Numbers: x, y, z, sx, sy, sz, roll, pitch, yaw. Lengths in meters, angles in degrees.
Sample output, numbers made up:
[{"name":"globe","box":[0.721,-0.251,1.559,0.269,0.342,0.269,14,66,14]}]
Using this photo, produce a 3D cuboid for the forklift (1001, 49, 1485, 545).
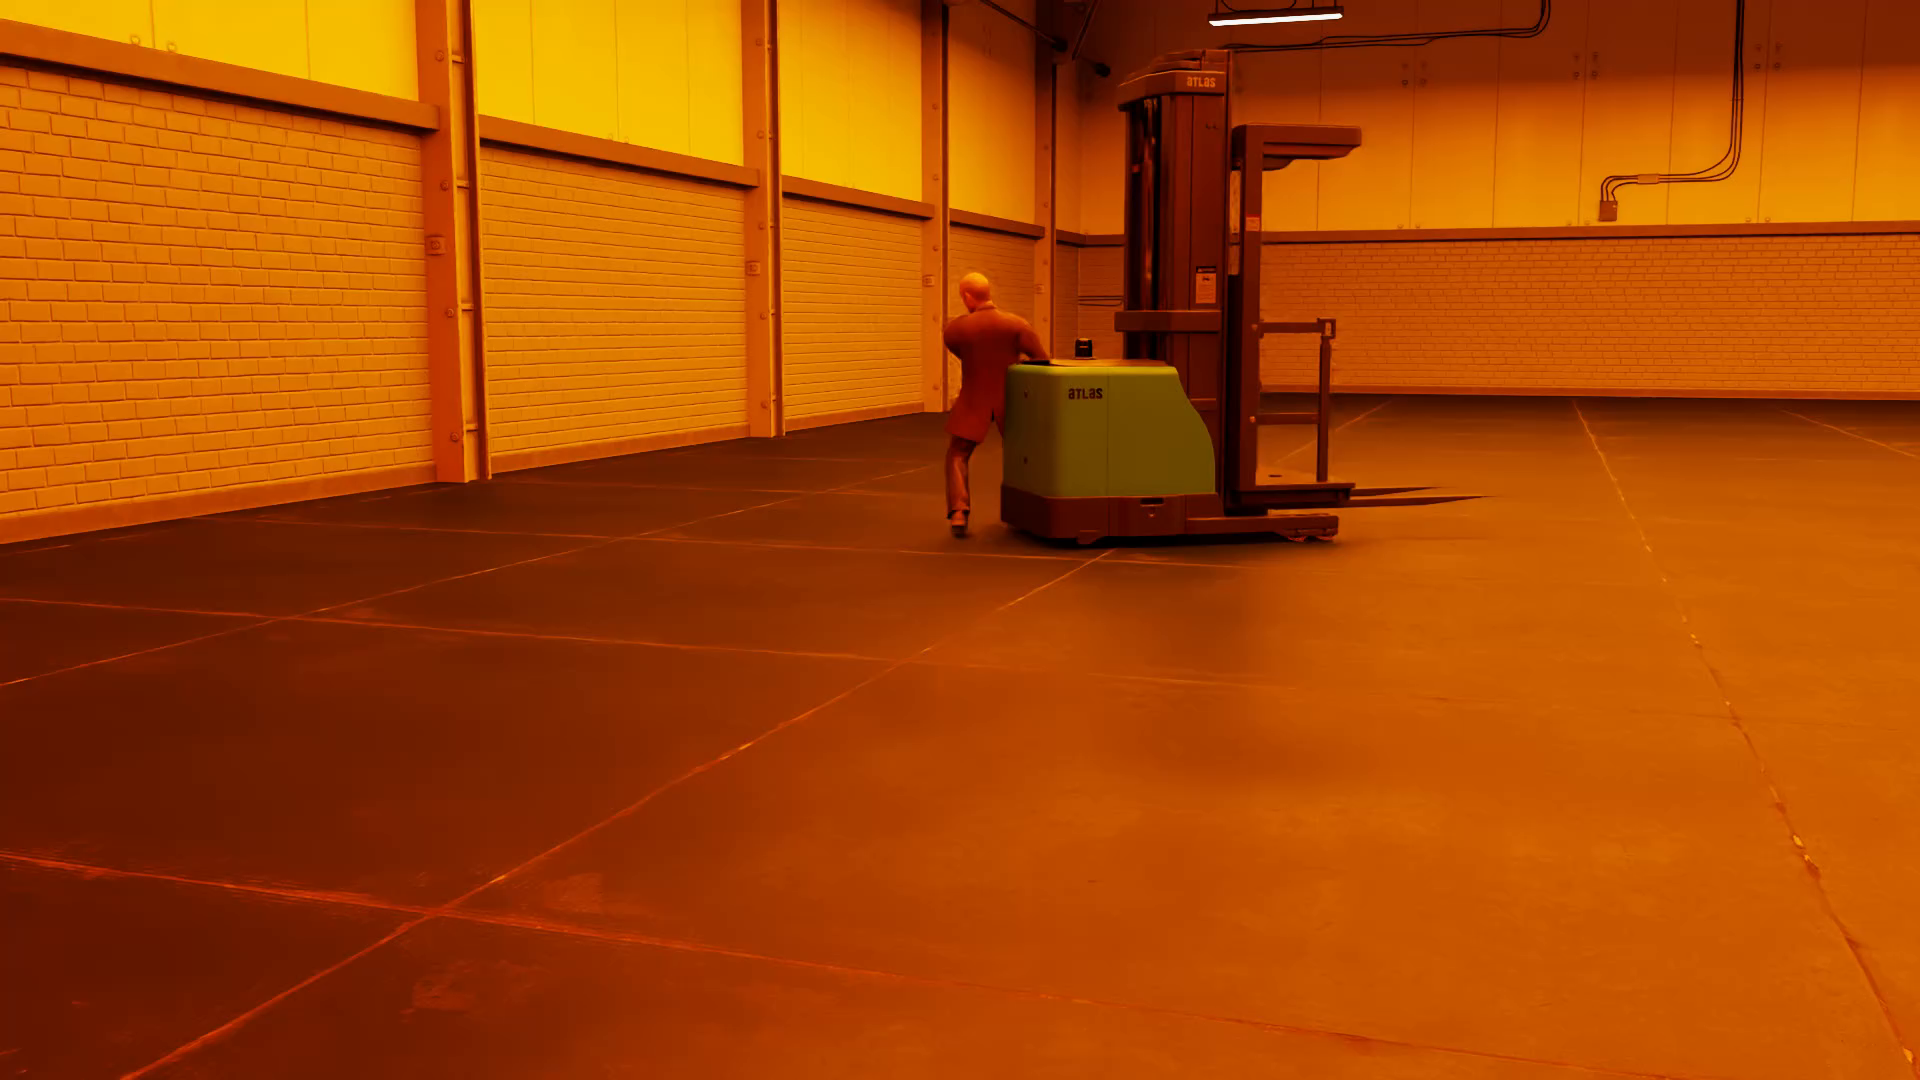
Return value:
[{"name":"forklift","box":[1.836,-1.504,10.477,3.031,2.935,1.130,-2,8,-15]}]

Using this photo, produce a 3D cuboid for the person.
[{"name":"person","box":[0.293,-0.879,10.703,0.814,1.658,0.936,0,7,2]}]
